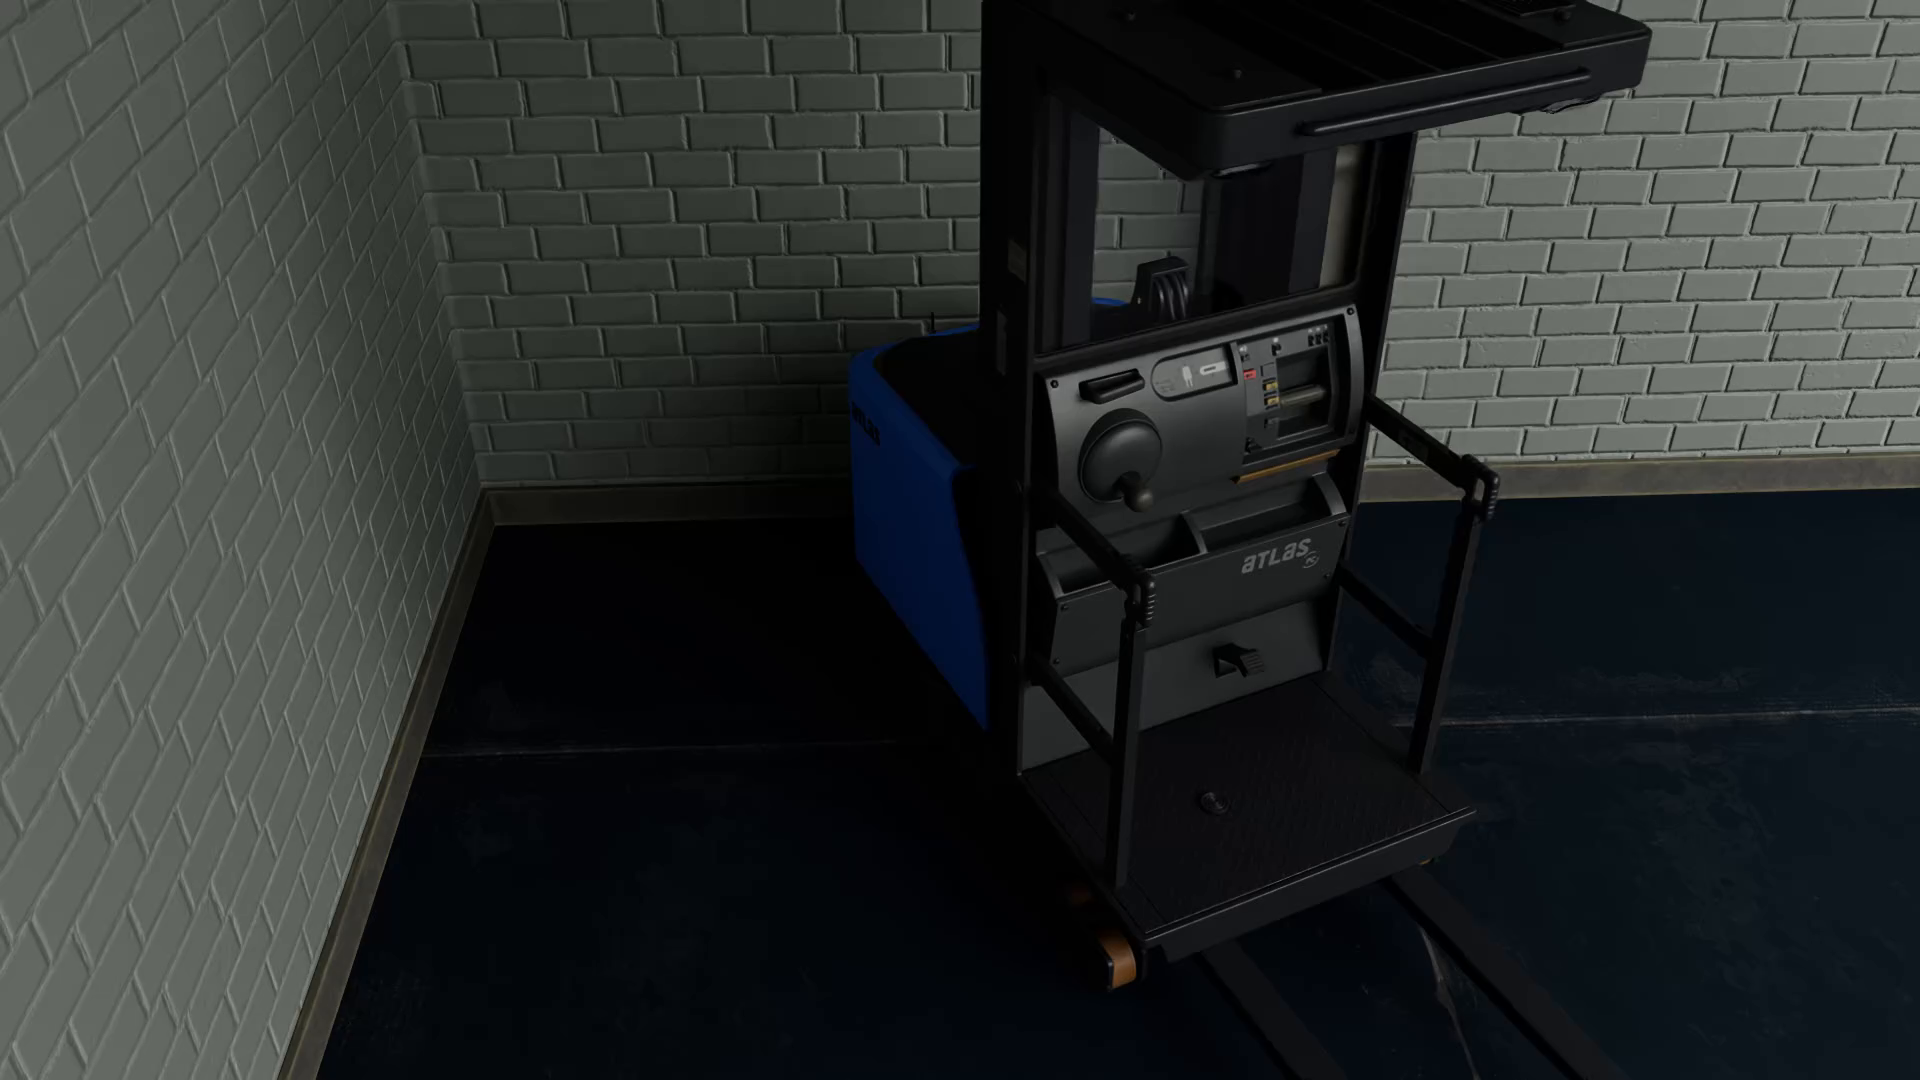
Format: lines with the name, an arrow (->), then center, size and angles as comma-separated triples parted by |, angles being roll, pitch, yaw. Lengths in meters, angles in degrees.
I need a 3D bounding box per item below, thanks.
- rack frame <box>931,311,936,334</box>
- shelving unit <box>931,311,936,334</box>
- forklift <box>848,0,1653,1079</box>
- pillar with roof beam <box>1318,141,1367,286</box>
rack frame -> -0.068, -0.366, 5.988 | 0.006, 0.900, 0.240 | -9, 36, -12
shelving unit -> 0.030, -0.381, 6.009 | 0.210, 0.900, 0.258 | -9, 36, -12
forklift -> 0.731, -0.282, 4.081 | 1.130, 2.935, 3.031 | -16, 38, -21
pillar with roof beam -> 1.408, -1.322, 0.253 | 0.400, 9.000, 9.100 | -2, 35, -2
